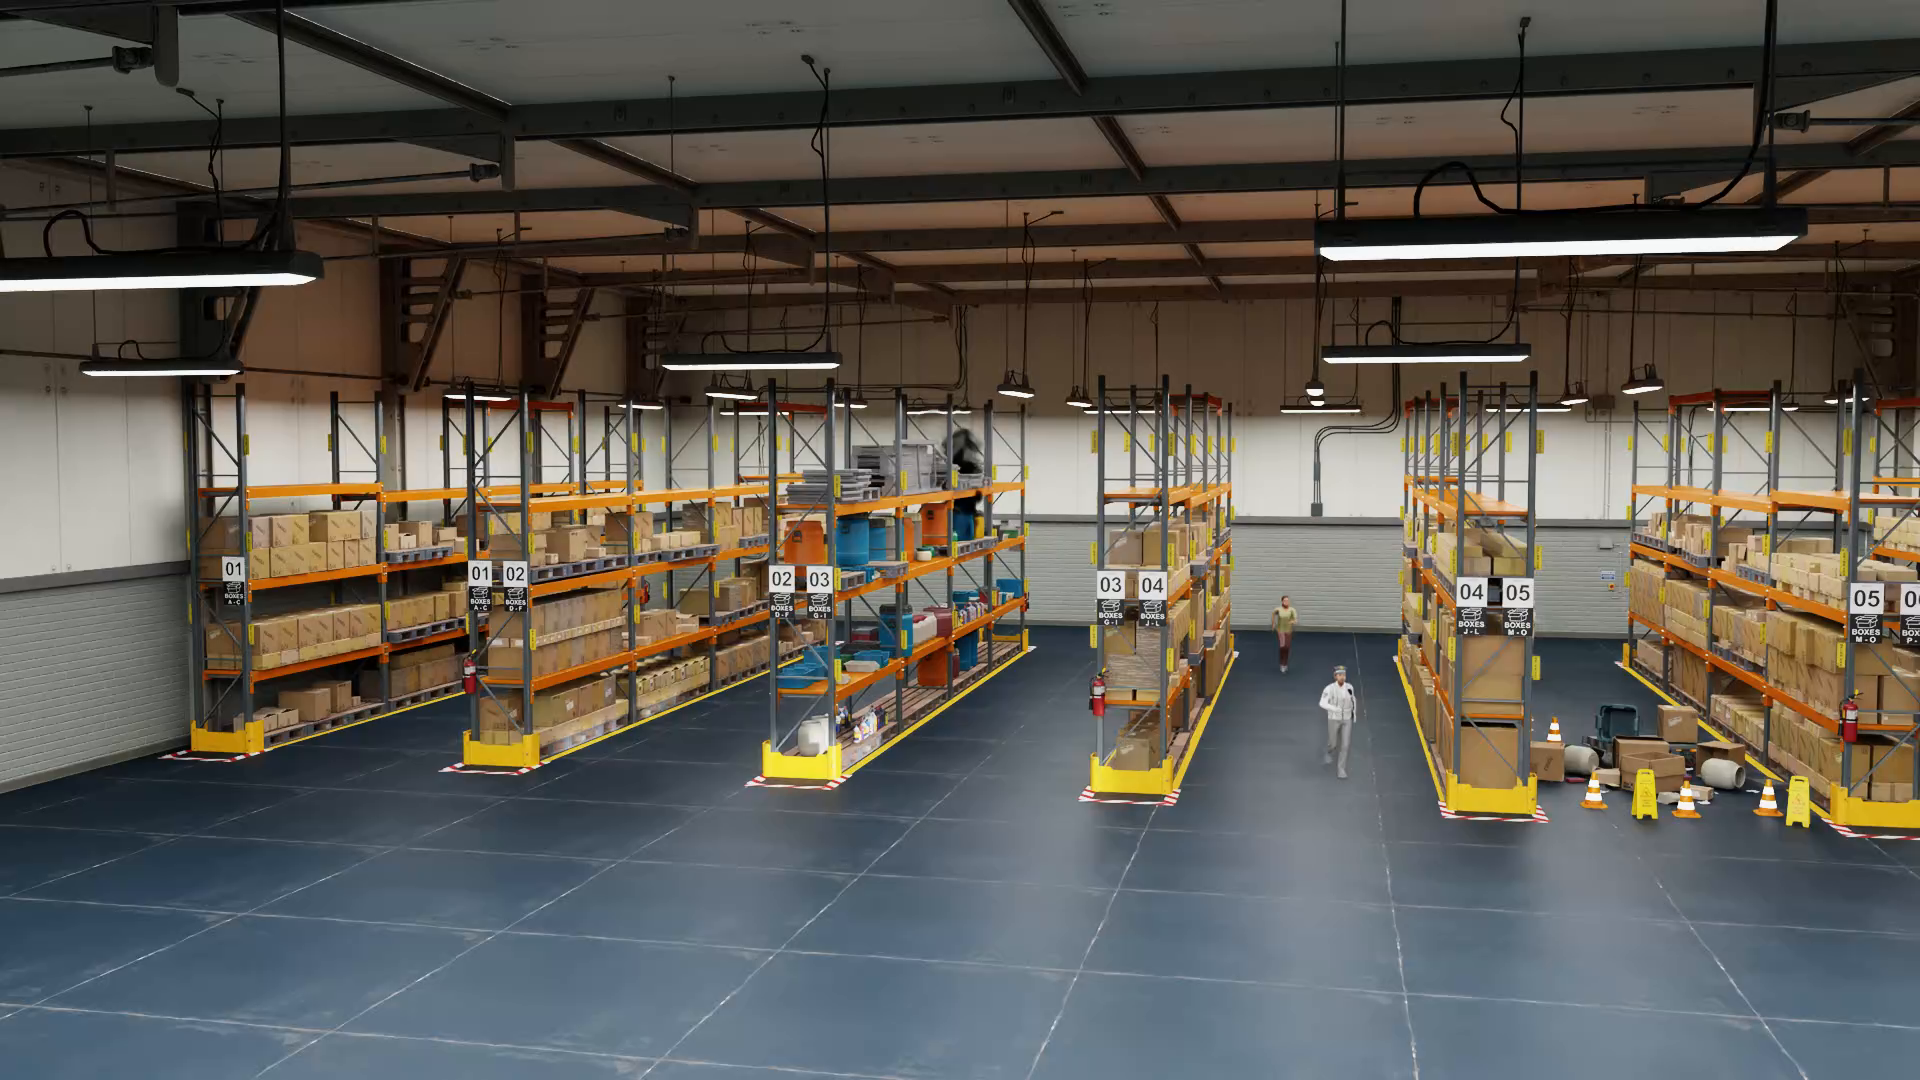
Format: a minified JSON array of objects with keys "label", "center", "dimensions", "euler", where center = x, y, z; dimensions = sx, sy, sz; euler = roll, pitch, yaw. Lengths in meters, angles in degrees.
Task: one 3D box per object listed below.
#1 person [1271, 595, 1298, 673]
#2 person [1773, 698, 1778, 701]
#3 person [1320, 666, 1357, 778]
[{"label":"person","center":[7.171,2.072,36.709],"dimensions":[0.540,1.711,0.800],"euler":[0,3,1]},{"label":"person","center":[15.935,2.286,32.474],"dimensions":[0.696,1.716,0.605],"euler":[0,3,8]},{"label":"person","center":[5.745,2.720,25.227],"dimensions":[0.620,1.669,0.738],"euler":[0,3,-5]}]
